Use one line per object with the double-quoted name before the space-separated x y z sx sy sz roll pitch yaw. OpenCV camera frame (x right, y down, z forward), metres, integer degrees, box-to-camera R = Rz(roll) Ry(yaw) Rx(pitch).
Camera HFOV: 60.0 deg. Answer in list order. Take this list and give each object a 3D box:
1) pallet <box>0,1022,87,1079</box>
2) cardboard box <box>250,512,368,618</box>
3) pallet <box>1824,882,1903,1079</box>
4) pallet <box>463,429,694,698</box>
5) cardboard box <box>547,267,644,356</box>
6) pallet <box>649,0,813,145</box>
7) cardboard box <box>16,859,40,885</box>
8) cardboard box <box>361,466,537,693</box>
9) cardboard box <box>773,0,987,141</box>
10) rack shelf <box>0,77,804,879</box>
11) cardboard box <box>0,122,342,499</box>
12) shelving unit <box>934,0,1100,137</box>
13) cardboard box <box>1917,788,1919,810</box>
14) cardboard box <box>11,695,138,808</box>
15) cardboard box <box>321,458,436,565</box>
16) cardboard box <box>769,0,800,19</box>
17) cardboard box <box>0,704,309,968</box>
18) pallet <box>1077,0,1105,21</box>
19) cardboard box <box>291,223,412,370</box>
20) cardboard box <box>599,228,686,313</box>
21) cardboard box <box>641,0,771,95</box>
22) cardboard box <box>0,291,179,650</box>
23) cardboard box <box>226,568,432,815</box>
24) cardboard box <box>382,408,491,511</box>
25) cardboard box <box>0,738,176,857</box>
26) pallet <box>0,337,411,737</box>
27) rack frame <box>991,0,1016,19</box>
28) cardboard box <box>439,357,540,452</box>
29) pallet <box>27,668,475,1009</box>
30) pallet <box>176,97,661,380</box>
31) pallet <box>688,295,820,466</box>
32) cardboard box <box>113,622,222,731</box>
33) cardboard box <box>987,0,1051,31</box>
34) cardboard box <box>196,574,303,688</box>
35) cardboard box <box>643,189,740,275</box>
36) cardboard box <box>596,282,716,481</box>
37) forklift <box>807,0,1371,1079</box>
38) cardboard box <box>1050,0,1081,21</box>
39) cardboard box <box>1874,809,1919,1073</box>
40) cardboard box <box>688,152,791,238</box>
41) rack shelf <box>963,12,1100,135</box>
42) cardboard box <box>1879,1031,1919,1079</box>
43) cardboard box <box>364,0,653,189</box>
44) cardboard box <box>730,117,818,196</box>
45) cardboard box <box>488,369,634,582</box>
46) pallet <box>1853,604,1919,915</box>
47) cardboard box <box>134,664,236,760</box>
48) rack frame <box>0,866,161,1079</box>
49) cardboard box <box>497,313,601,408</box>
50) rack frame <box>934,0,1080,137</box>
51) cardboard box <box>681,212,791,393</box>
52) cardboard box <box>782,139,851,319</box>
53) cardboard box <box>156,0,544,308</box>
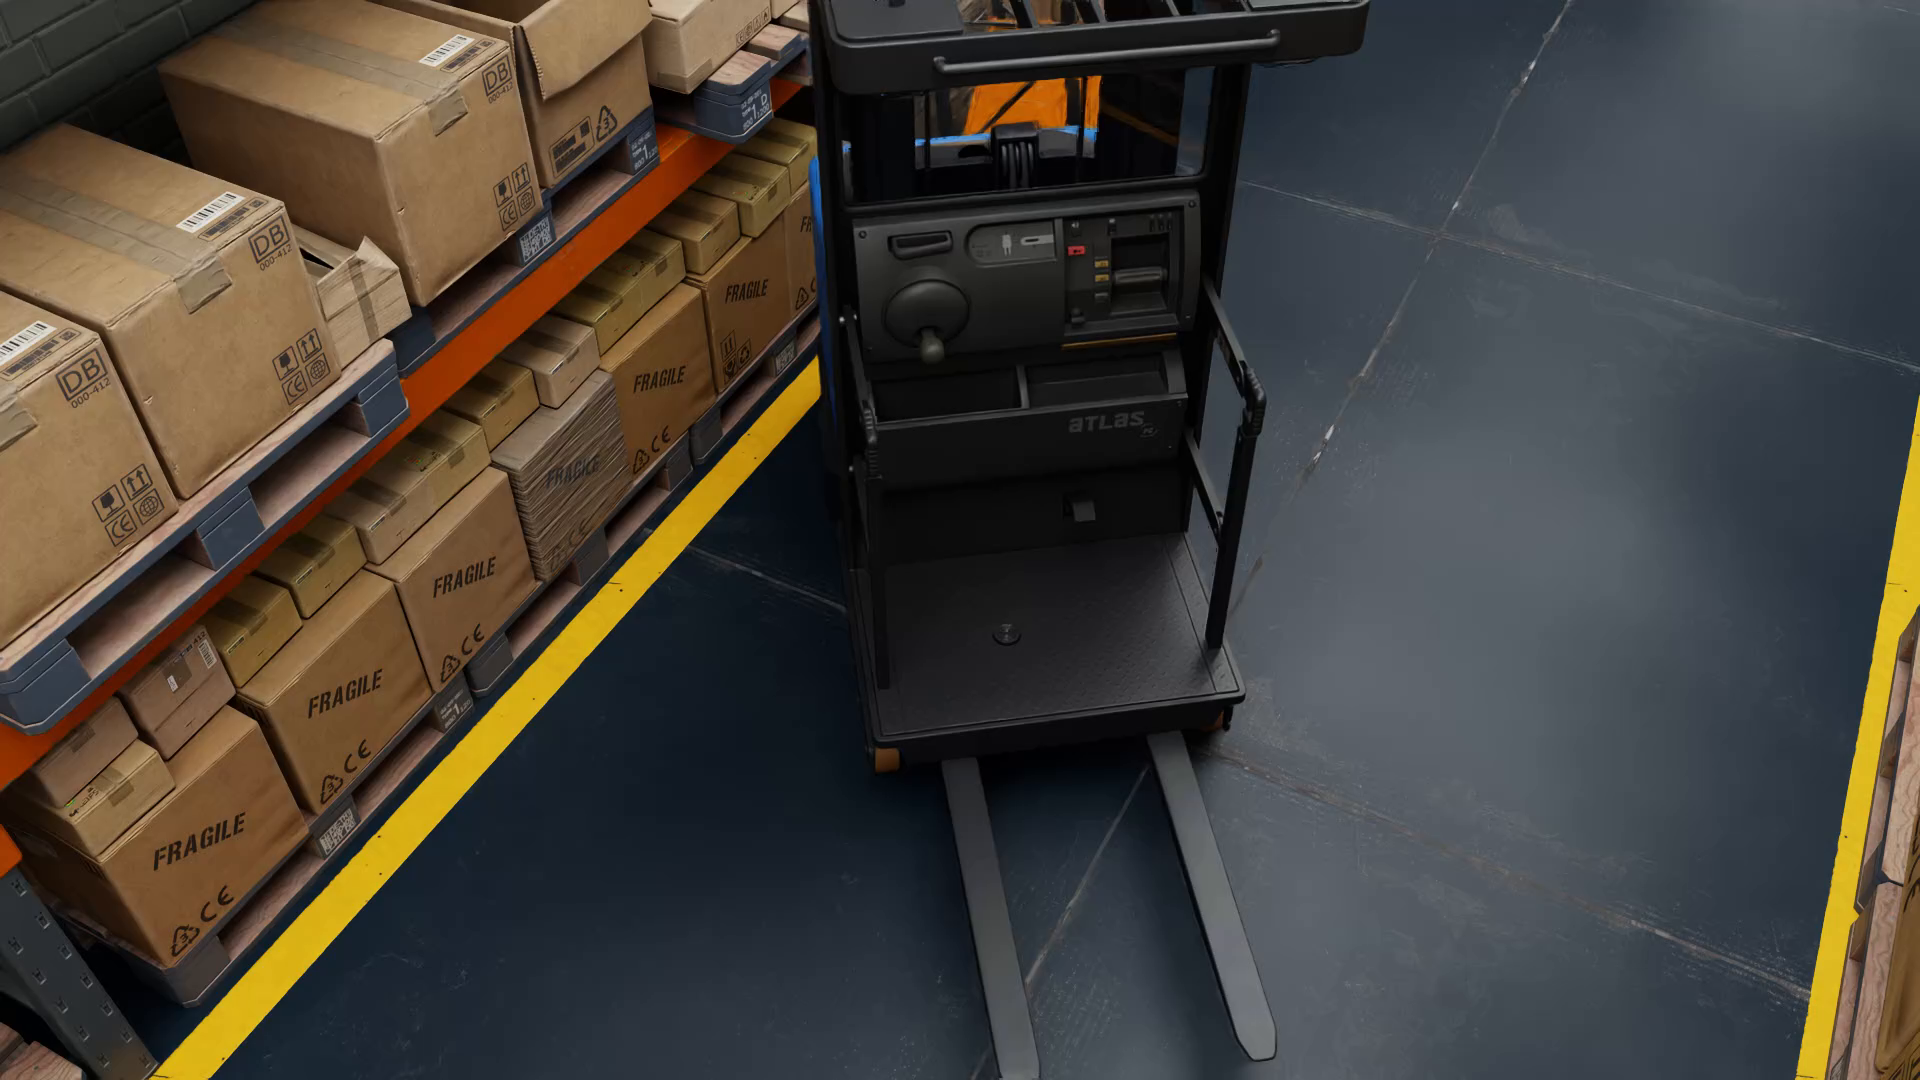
"pallet" -2.897 1.618 4.003 1.003 0.211 1.213 20 49 19
"cardboard box" -1.891 0.027 4.620 0.380 0.149 0.250 20 49 18
"pallet" 2.677 1.539 4.080 1.003 0.211 1.213 20 49 19
"pallet" -1.668 -0.111 5.711 1.003 0.211 1.213 20 49 19
"cardboard box" -1.264 -0.775 5.413 0.380 0.149 0.250 20 49 18
"pallet" -0.973 -1.797 5.552 1.213 0.211 1.003 20 49 19
"cardboard box" -2.611 0.529 4.580 0.500 0.500 0.500 20 49 19
"cardboard box" -1.679 0.054 5.050 0.500 0.500 0.500 19 48 18
"cardboard box" -0.419 -2.016 7.008 0.875 0.625 0.625 22 49 20
"rack shelf" -1.649 -0.802 4.939 1.077 0.370 4.000 20 49 19
"cardboard box" -1.914 -0.535 3.804 0.700 0.500 0.500 21 49 19
"shelving unit" 0.281 -1.732 6.266 0.587 1.500 1.083 5 56 10
"cardboard box" 3.283 0.329 4.515 0.875 0.875 0.875 20 49 19
"cardboard box" -2.229 0.445 3.998 0.380 0.149 0.250 20 49 18
"cardboard box" -1.742 -0.118 4.763 0.380 0.149 0.250 20 49 19
"cardboard box" -0.686 -1.834 5.335 0.380 0.149 0.250 21 49 20
"cardboard box" -2.153 0.706 4.406 0.500 0.500 0.500 22 49 21
"pallet" 0.264 -2.606 8.177 1.003 0.211 1.213 20 49 19
"cardboard box" -1.593 -0.644 4.077 0.396 0.266 0.258 23 50 21
"cardboard box" -1.149 -0.932 5.568 0.380 0.149 0.250 22 49 20
"cardboard box" -0.924 -1.638 5.070 0.500 0.250 0.500 18 48 17
"cardboard box" -2.155 -0.209 3.482 0.700 0.500 0.500 22 49 20
"cardboard box" -1.915 0.367 4.740 0.500 0.500 0.500 20 49 19
"cardboard box" -1.625 -0.273 4.917 0.380 0.149 0.250 22 49 20
"cardboard box" -2.175 0.570 4.084 0.380 0.149 0.250 23 50 21
"pallet" -2.110 -0.195 3.968 1.003 0.211 1.213 20 49 19
"rack frame" 0.370 -2.153 6.554 0.500 1.500 0.032 5 56 10
"cardboard box" -1.525 -0.453 5.095 0.380 0.149 0.250 21 49 19
"pallet" -2.233 0.661 4.949 1.003 0.211 1.213 20 49 19
"pallet" -1.619 -1.021 4.785 1.003 0.211 1.213 20 49 19
"pallet" -1.101 -0.877 6.468 1.003 0.211 1.213 20 49 19
"cardboard box" -2.097 0.286 4.155 0.380 0.149 0.250 18 48 17
"cardboard box" -0.122 -2.430 7.417 0.875 0.625 0.625 22 49 20
"cardboard box" -2.006 0.205 4.445 0.380 0.149 0.250 18 48 17
"cardboard box" -0.986 -1.083 5.718 0.380 0.149 0.250 19 48 18
"cardboard box" -1.209 -0.604 5.700 0.500 0.500 0.500 22 49 21
"forklift" 0.221 -0.604 4.287 1.130 2.935 3.031 -6 46 -6
"cardboard box" 0.190 -2.854 7.837 0.875 0.625 0.625 19 48 17
"cardboard box" 2.866 0.889 3.961 0.875 0.875 0.875 21 49 20
"cardboard box" -0.825 -1.235 5.868 0.380 0.149 0.250 18 48 17
"rack shelf" 0.300 -1.636 6.417 0.538 0.185 1.000 5 56 10
"cardboard box" 2.450 1.452 3.404 0.875 0.875 0.875 22 49 20
"cardboard box" -1.314 -1.409 4.666 0.797 0.503 0.637 19 48 18
"cardboard box" -0.725 -1.417 6.048 0.380 0.149 0.250 18 48 17
"cardboard box" -1.433 -0.271 5.371 0.500 0.500 0.500 19 48 18
"pallet" 3.245 0.774 4.837 1.003 0.211 1.213 20 49 19
"cardboard box" -2.115 0.370 4.281 0.380 0.149 0.250 19 48 18
"rack frame" -2.577 0.205 3.438 1.000 3.000 0.127 20 49 19
"cardboard box" -1.366 -0.591 5.231 0.380 0.149 0.250 18 48 17
"rack frame" 0.195 -1.326 5.988 0.500 1.500 0.032 5 56 10
"cardboard box" -0.968 -0.934 6.027 0.500 0.500 0.500 20 49 18
"cardboard box" -0.726 -1.246 6.335 0.500 0.500 0.500 22 49 20
"cardboard box" -1.550 -1.029 4.293 0.700 0.500 0.500 20 49 19
